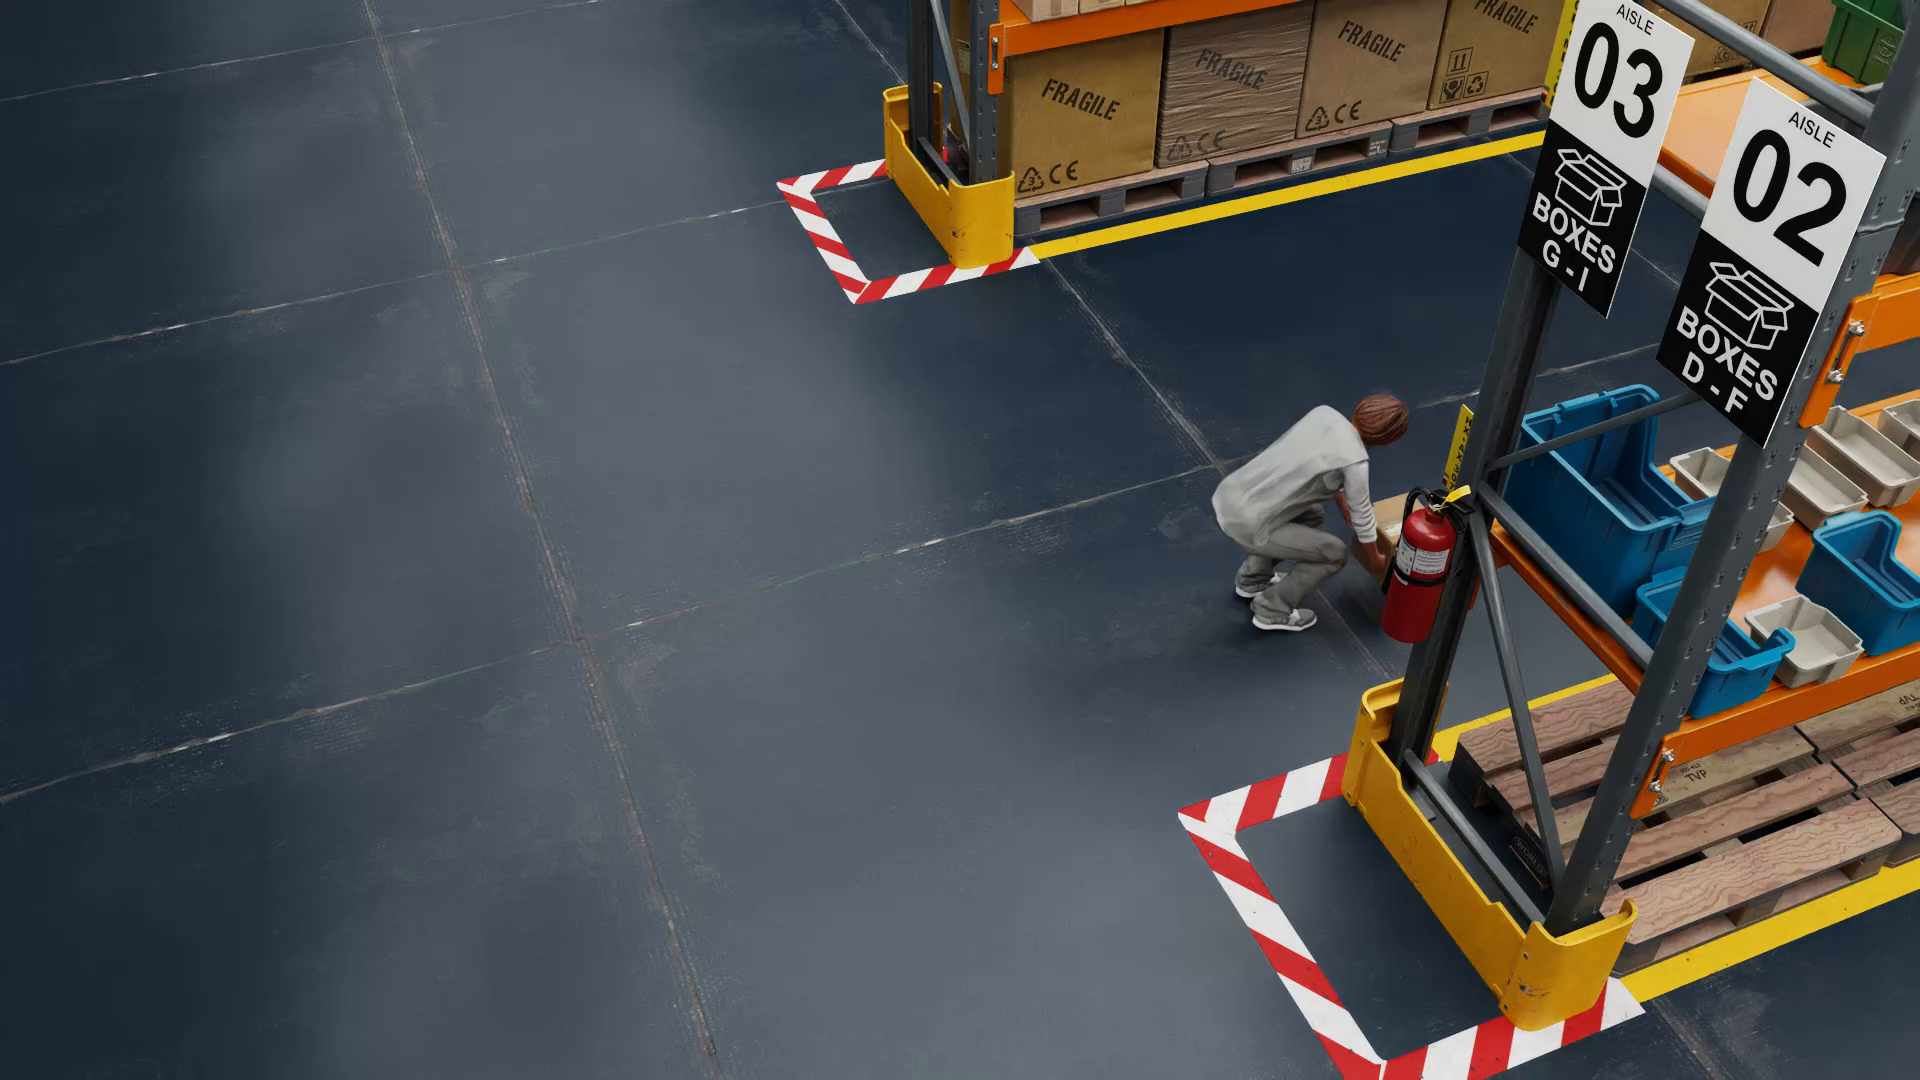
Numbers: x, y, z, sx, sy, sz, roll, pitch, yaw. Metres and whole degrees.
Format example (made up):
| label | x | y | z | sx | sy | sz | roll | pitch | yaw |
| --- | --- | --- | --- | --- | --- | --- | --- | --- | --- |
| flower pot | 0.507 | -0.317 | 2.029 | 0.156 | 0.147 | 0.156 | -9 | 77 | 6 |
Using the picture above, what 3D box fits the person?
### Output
| label | x | y | z | sx | sy | sz | roll | pitch | yaw |
| --- | --- | --- | --- | --- | --- | --- | --- | --- | --- |
| person | 1.380 | -0.123 | 6.719 | 0.757 | 1.039 | 0.454 | -5 | 43 | -6 |
